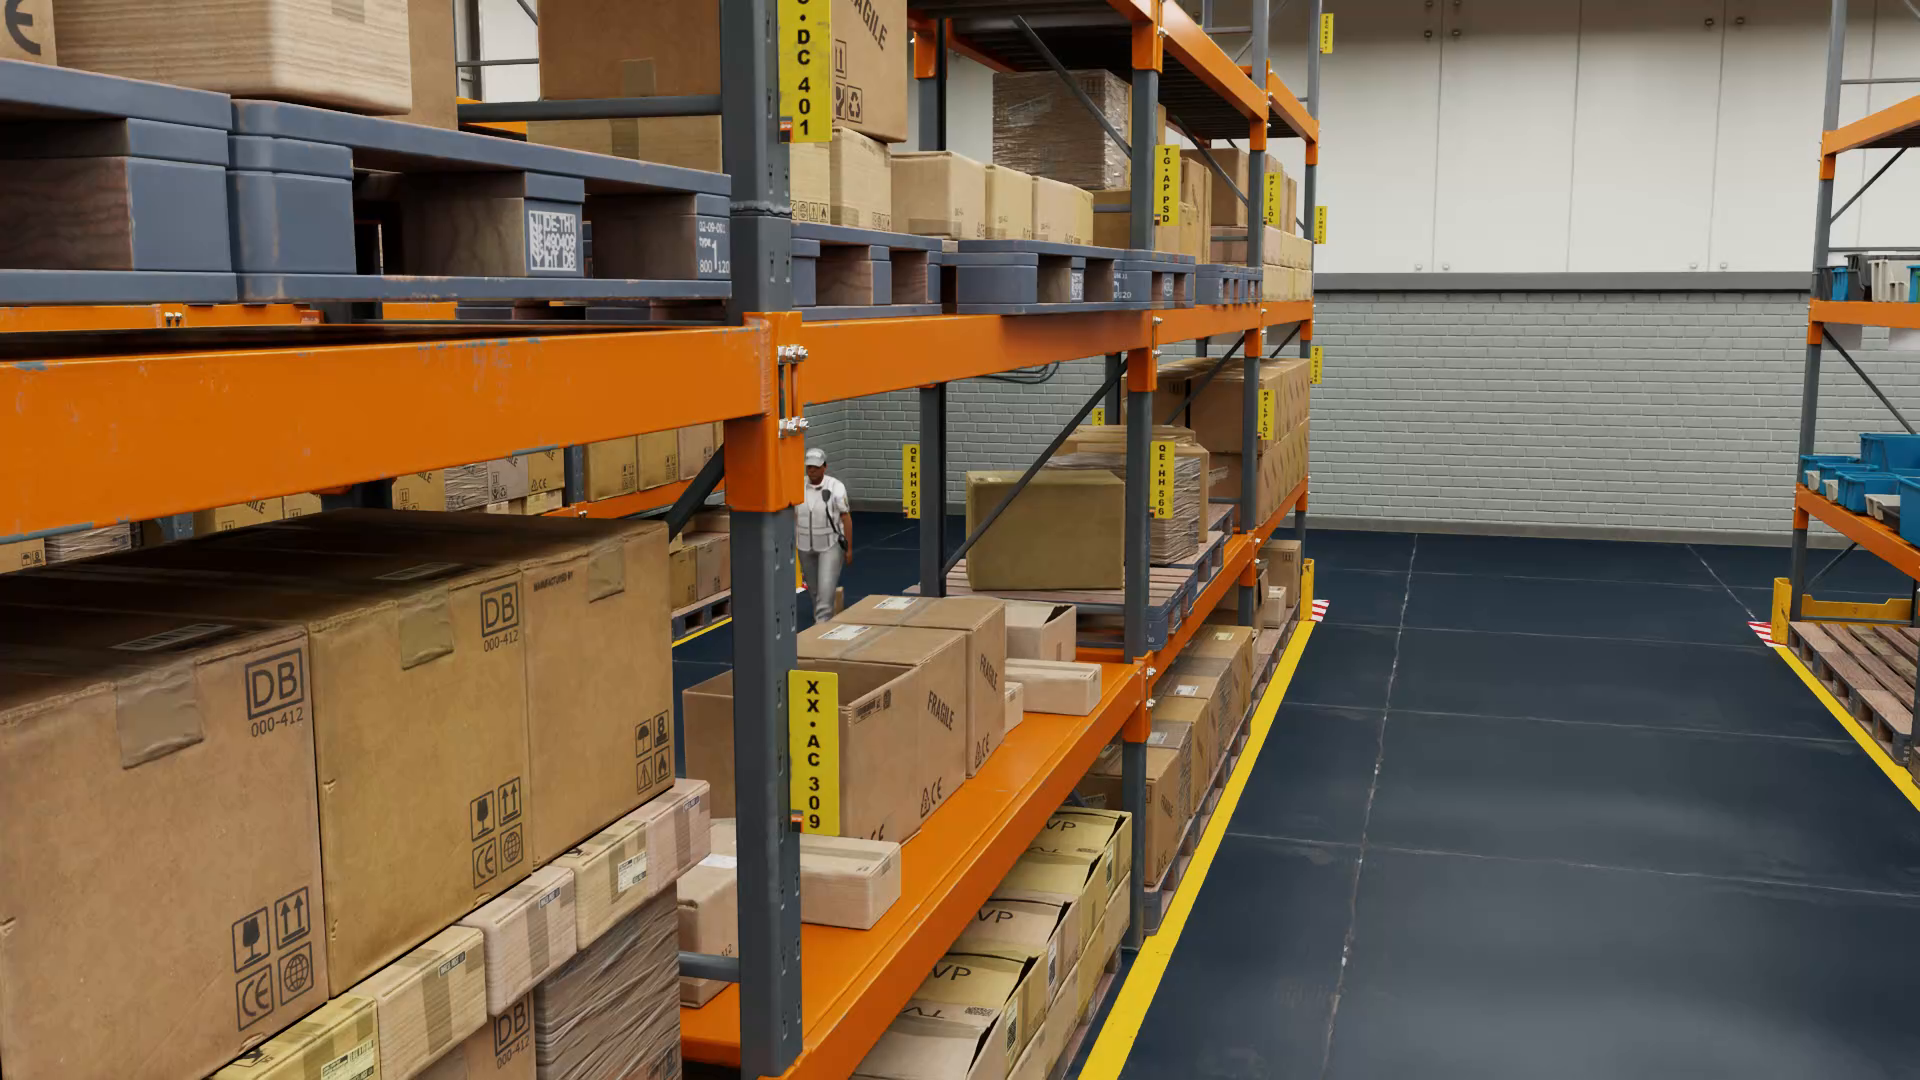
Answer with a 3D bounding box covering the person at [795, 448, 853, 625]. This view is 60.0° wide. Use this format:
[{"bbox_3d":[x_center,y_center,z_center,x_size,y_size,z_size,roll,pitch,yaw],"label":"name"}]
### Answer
[{"bbox_3d":[-1.151,0.076,13.346,0.501,1.635,0.952,3,9,19],"label":"person"}]
